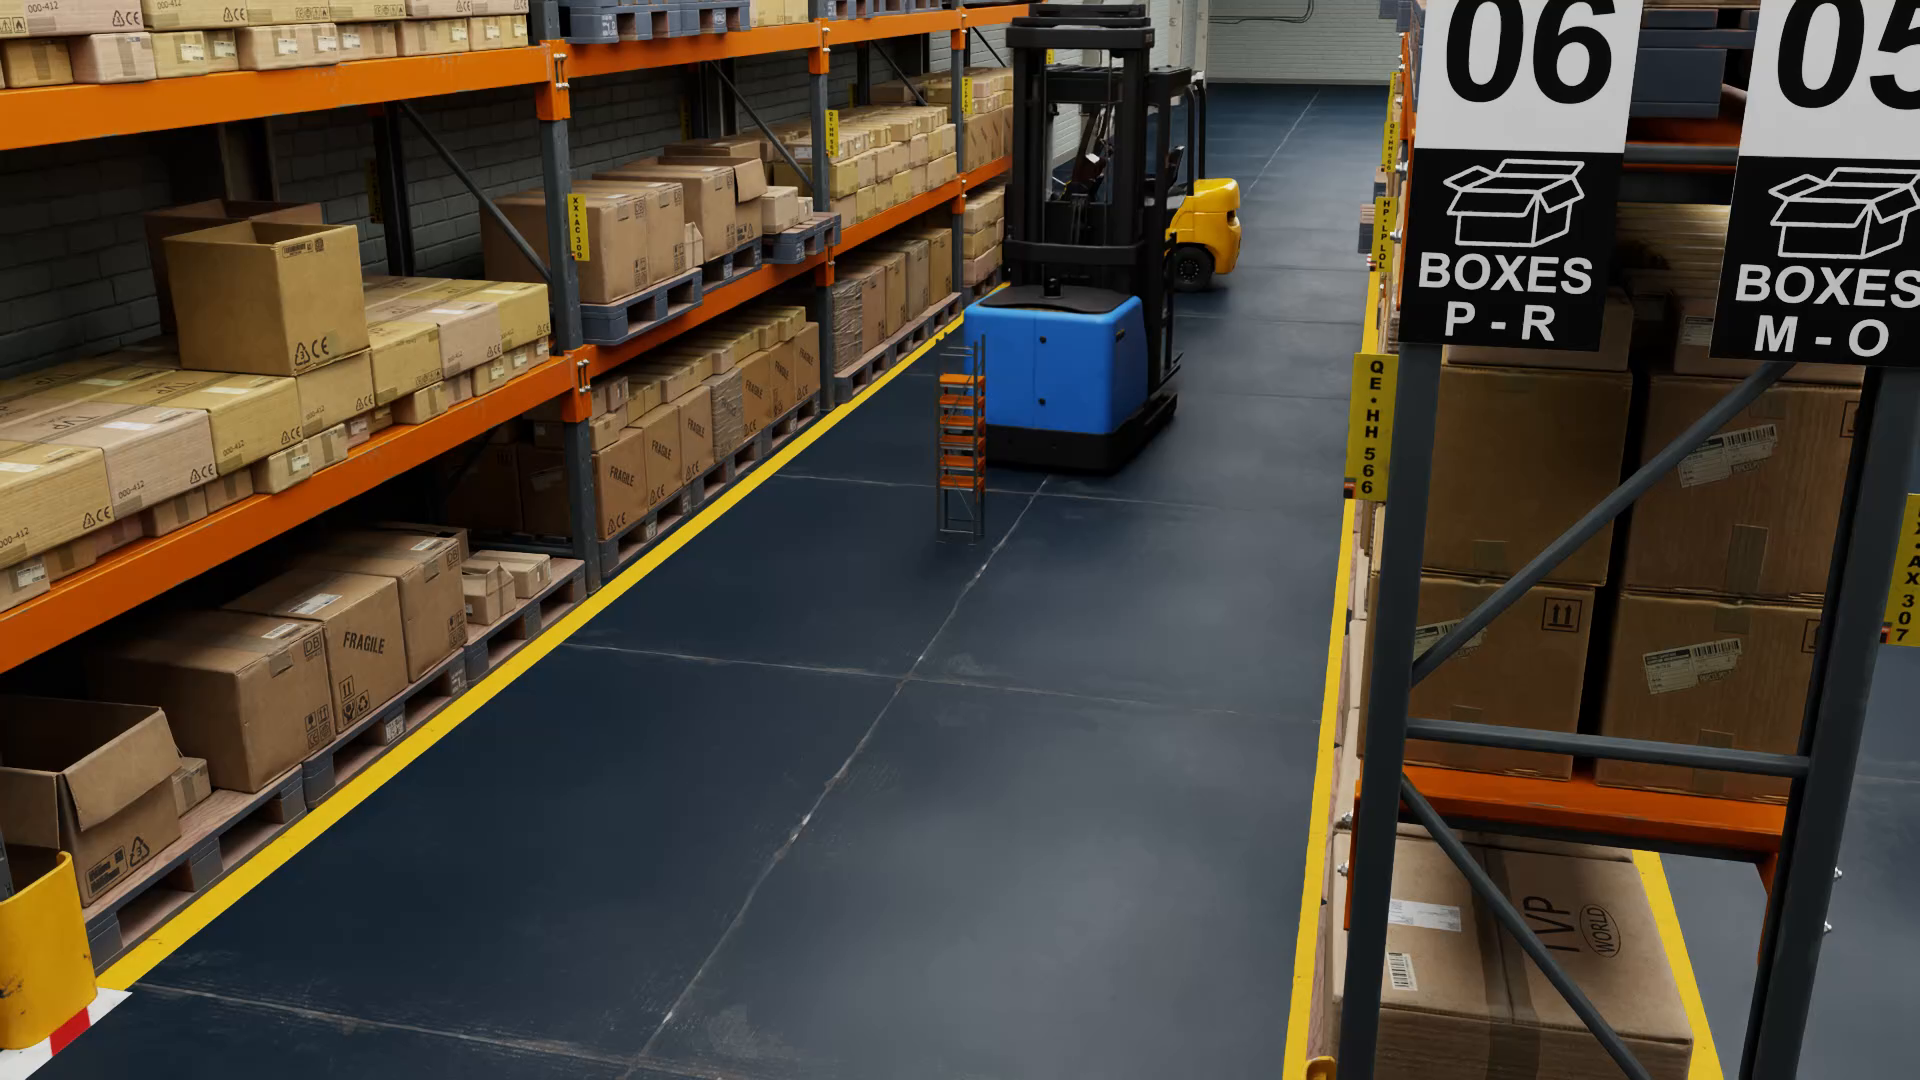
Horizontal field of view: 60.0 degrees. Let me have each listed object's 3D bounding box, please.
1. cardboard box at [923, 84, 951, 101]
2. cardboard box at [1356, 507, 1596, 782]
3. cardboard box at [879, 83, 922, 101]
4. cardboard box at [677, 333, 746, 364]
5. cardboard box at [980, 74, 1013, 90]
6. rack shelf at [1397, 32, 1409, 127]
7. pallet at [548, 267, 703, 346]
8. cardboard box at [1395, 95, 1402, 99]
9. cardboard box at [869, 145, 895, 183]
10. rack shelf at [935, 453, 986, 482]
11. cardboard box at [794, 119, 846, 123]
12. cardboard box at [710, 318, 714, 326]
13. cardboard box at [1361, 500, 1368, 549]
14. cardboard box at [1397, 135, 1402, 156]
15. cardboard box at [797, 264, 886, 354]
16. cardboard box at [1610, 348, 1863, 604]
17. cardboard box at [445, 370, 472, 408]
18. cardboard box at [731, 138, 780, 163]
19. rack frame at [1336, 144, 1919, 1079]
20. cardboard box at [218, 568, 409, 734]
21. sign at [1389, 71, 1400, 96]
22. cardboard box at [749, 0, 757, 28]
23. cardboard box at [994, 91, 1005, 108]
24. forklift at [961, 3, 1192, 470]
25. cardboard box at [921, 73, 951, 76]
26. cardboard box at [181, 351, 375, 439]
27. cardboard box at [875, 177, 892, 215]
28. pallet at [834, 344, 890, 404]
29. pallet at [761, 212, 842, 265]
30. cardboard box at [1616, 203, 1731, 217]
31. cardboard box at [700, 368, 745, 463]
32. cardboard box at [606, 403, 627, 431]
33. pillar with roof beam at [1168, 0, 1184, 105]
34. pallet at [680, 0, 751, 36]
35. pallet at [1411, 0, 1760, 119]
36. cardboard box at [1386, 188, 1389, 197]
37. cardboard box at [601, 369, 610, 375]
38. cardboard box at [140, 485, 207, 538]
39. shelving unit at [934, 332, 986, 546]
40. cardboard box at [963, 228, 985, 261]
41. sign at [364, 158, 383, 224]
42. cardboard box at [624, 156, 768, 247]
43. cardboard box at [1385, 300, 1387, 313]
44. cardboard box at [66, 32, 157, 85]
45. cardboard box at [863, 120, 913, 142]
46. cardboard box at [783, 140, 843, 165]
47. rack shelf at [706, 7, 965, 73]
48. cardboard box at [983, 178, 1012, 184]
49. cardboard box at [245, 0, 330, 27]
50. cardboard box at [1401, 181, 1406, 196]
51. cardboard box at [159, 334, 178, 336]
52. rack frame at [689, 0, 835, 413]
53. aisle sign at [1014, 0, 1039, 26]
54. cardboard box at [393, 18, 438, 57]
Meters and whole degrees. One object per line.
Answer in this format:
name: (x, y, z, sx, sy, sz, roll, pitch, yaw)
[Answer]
cardboard box: (-0.143, -4.349, 16.160, 0.380, 0.149, 0.250, 5, 19, 14)
cardboard box: (1.276, 0.246, 4.172, 0.500, 0.500, 0.500, 5, 19, 14)
cardboard box: (-0.581, -4.381, 16.255, 0.380, 0.149, 0.250, 4, 19, 12)
cardboard box: (-1.633, -1.256, 10.939, 0.380, 0.149, 0.250, 4, 19, 13)
cardboard box: (0.412, -4.899, 17.770, 0.380, 0.149, 0.250, 5, 19, 14)
rack shelf: (2.880, -2.494, 8.822, 1.077, 0.370, 4.000, 5, 19, 13)
pallet: (-2.121, -1.330, 9.238, 1.003, 0.211, 1.213, 5, 19, 13)
cardboard box: (3.832, -3.401, 13.740, 0.500, 0.500, 0.500, 5, 19, 14)
cardboard box: (-0.831, -3.038, 13.399, 0.500, 0.250, 0.500, 4, 19, 12)
rack shelf: (0.004, -0.417, 9.560, 0.258, 0.103, 0.180, 5, 19, 13)
cardboard box: (-1.179, -3.473, 14.058, 0.380, 0.149, 0.250, 5, 19, 14)
cardboard box: (-1.966, -1.536, 11.757, 0.380, 0.149, 0.250, 5, 20, 15)
cardboard box: (2.466, -0.182, 8.218, 0.875, 0.875, 0.875, 5, 20, 15)
cardboard box: (2.632, -1.952, 9.061, 0.500, 0.500, 0.500, 5, 19, 14)
cardboard box: (-1.127, -1.908, 13.656, 0.875, 0.625, 0.625, 5, 20, 15)
cardboard box: (1.808, -0.183, 3.881, 0.500, 0.500, 0.500, 4, 19, 12)
cardboard box: (-2.428, -0.694, 7.466, 0.380, 0.149, 0.250, 5, 20, 15)
cardboard box: (-1.562, -2.905, 12.394, 0.380, 0.149, 0.250, 5, 20, 15)
rack frame: (1.414, 0.465, 3.684, 1.000, 3.000, 0.127, 5, 19, 13)
cardboard box: (-2.686, 0.452, 6.941, 0.500, 0.500, 0.500, 5, 19, 14)
sign: (4.797, -5.002, 18.352, 0.100, 0.325, 0.005, 5, 19, 13)
cardboard box: (-1.579, -3.287, 10.261, 0.500, 0.250, 0.500, 5, 19, 13)
cardboard box: (0.262, -4.603, 17.365, 0.380, 0.149, 0.250, 4, 19, 12)
forklift: (0.979, -2.280, 11.829, 1.130, 2.935, 3.031, 7, 20, 18)
cardboard box: (-0.202, -4.948, 17.916, 0.380, 0.149, 0.250, 4, 19, 12)
cardboard box: (-2.680, -0.595, 6.562, 0.500, 0.250, 0.500, 4, 19, 12)
cardboard box: (-0.853, -2.801, 13.479, 0.500, 0.250, 0.500, 4, 19, 12)
pallet: (-1.206, -1.368, 13.367, 1.003, 0.211, 1.213, 5, 19, 13)
pallet: (-1.543, -2.124, 11.562, 1.213, 0.211, 1.003, 5, 19, 13)
cardboard box: (2.189, -0.934, 5.077, 0.380, 0.149, 0.250, 4, 19, 12)
cardboard box: (-1.707, -0.815, 10.649, 0.500, 0.500, 0.500, 4, 19, 11)
cardboard box: (-2.084, -0.686, 9.270, 0.380, 0.149, 0.250, 4, 19, 12)
pillar with roof beam: (9.504, -14.815, 39.139, 9.100, 9.000, 0.400, 5, 19, 13)
pallet: (-1.945, -3.034, 9.579, 1.213, 0.211, 1.003, 5, 19, 13)
pallet: (1.586, -1.145, 3.897, 1.003, 0.211, 1.213, 5, 19, 13)
cardboard box: (3.234, -2.415, 11.858, 0.380, 0.149, 0.250, 4, 19, 13)
cardboard box: (-2.345, -0.964, 10.084, 0.380, 0.149, 0.250, 5, 20, 15)
cardboard box: (-2.884, -0.131, 5.818, 0.380, 0.149, 0.250, 5, 20, 15)
shelving unit: (0.004, -0.572, 9.507, 0.258, 1.200, 0.189, 5, 19, 13)
cardboard box: (-0.050, -2.948, 16.508, 0.500, 0.250, 0.500, 5, 19, 13)
sign: (-2.961, -1.770, 8.437, 0.100, 0.325, 0.005, 5, 19, 13)
cardboard box: (-1.665, -2.154, 10.544, 0.797, 0.503, 0.637, 4, 19, 12)
cardboard box: (2.382, -1.037, 8.316, 0.500, 0.250, 0.500, 4, 19, 13)
cardboard box: (-2.818, -1.541, 5.306, 0.380, 0.149, 0.250, 5, 20, 15)
cardboard box: (-0.609, -3.424, 13.914, 0.380, 0.149, 0.250, 4, 19, 12)
cardboard box: (-1.082, -2.864, 12.273, 0.380, 0.149, 0.250, 5, 20, 15)
rack shelf: (-0.956, -4.139, 13.636, 1.077, 0.370, 4.000, 5, 19, 13)
cardboard box: (0.467, -3.823, 18.296, 0.500, 0.250, 0.500, 5, 19, 14)
cardboard box: (-2.681, -2.017, 6.082, 0.500, 0.250, 0.500, 4, 19, 13)
cardboard box: (2.041, -1.179, 6.796, 0.500, 0.500, 0.500, 5, 19, 14)
cardboard box: (-3.049, -0.796, 7.148, 0.500, 0.250, 0.500, 5, 20, 15)
rack frame: (-1.445, -2.433, 12.170, 1.000, 3.000, 0.127, 5, 19, 13)
aisle sign: (0.810, -6.168, 19.083, 0.394, 0.787, 0.004, 5, 19, 13)
cardboard box: (-2.425, -2.107, 6.964, 0.380, 0.149, 0.250, 5, 19, 13)
